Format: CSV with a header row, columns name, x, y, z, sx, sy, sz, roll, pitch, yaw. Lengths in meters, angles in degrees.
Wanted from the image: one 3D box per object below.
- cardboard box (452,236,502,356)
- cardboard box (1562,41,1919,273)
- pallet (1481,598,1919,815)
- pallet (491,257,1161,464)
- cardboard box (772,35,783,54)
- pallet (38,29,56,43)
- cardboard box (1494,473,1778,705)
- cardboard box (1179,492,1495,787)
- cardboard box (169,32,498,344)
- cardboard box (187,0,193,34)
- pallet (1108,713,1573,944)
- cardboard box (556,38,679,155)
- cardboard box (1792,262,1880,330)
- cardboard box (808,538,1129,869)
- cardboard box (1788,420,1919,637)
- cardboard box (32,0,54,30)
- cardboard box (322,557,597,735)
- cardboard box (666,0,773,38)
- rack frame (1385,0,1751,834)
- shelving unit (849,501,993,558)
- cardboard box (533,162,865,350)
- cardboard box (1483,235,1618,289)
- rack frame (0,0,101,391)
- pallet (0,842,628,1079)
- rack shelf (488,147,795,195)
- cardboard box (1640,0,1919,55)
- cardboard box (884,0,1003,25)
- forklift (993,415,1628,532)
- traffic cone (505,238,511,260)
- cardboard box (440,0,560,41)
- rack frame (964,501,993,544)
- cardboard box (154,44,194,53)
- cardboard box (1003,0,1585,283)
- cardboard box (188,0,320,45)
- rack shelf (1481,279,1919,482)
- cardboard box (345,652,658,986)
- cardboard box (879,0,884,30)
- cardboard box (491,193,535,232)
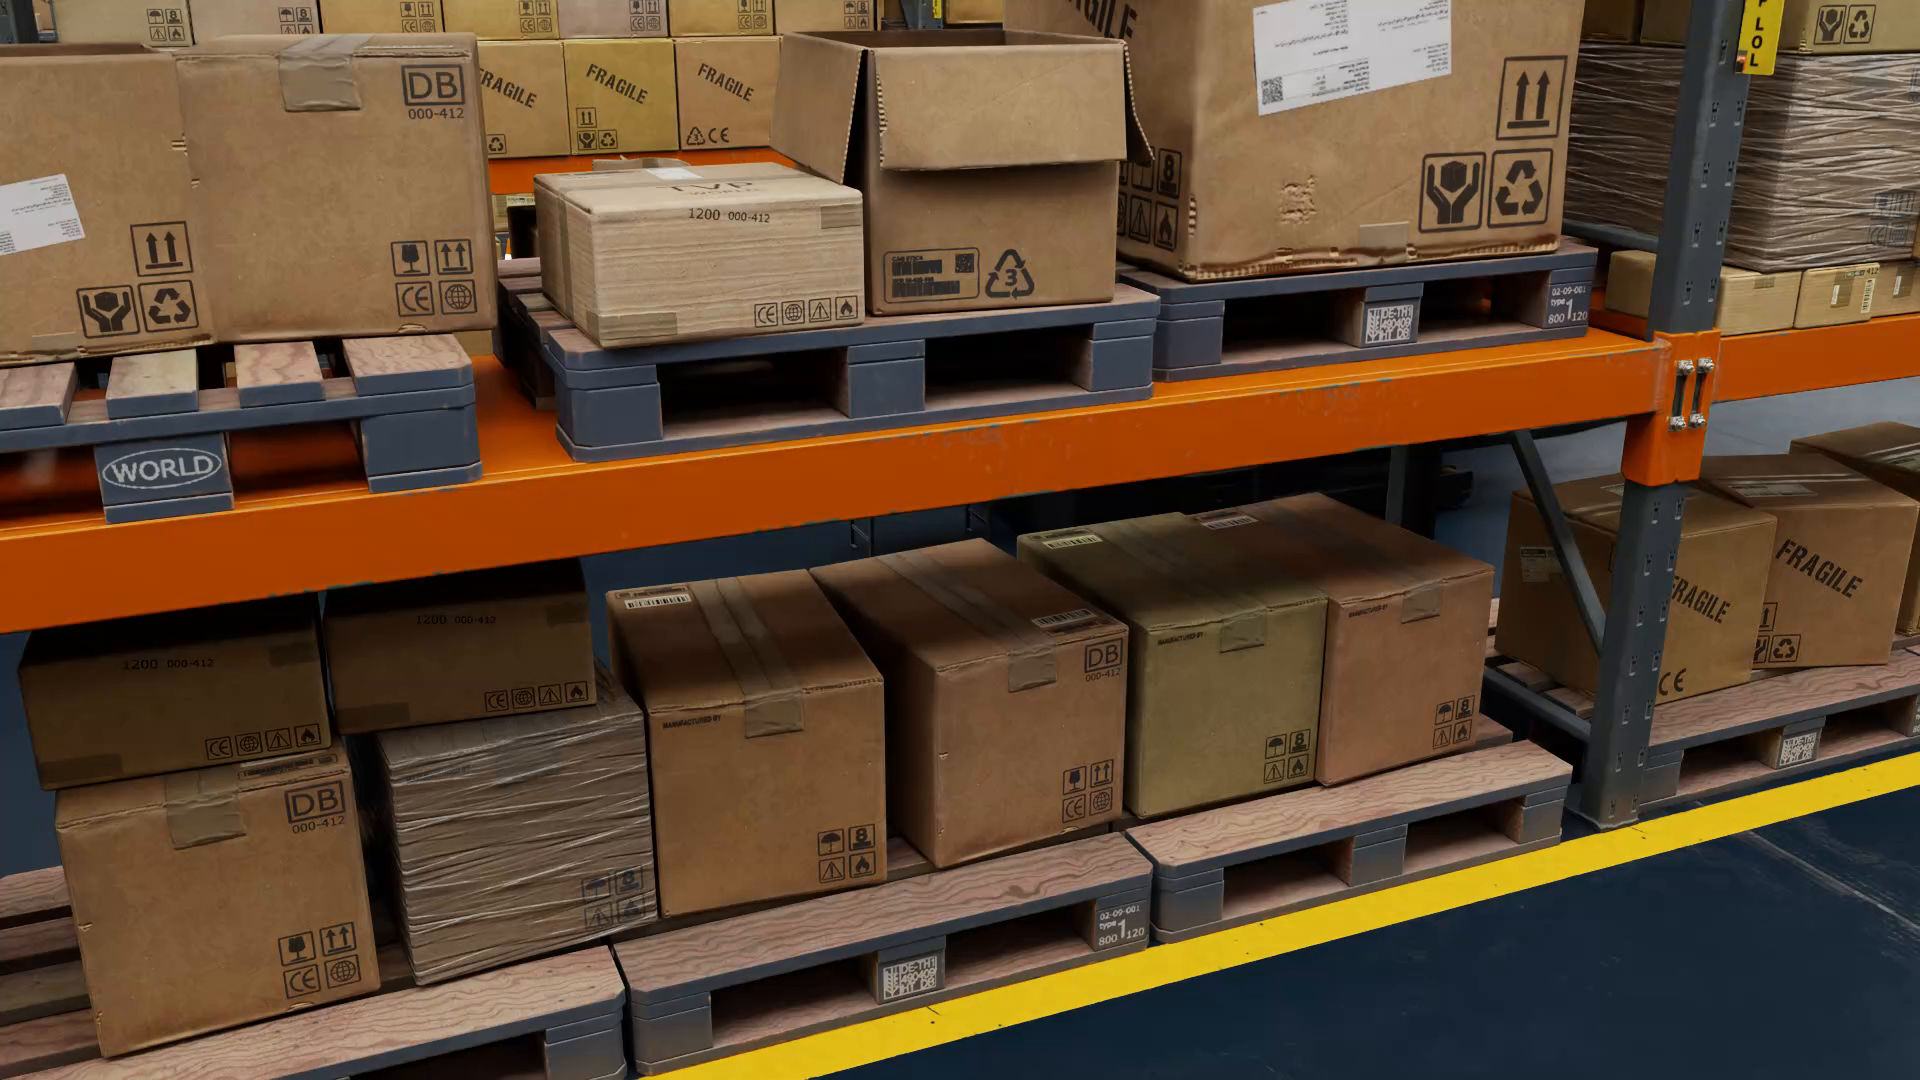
name,x,y,z,sx,sy,sz,roll,pitch,yaw
cardboard box,-2.613,-1.114,7.924,0.750,0.750,1.050,-8,21,-21
cardboard box,1.973,-1.036,4.350,0.500,0.500,0.875,-8,21,-22
pallet,2.138,0.408,5.046,1.213,0.211,1.003,-8,21,-22
pallet,-0.336,-0.465,3.614,1.213,0.211,1.003,-8,21,-22
cardboard box,-0.710,-2.231,8.192,0.500,0.500,0.500,-8,21,-22
pallet,-8.627,-4.616,15.406,1.003,0.211,1.213,-8,21,-22
cardboard box,1.918,0.132,4.762,0.500,0.500,0.500,-9,21,-24
cardboard box,0.963,0.237,4.433,0.500,0.500,0.700,-10,22,-26
cardboard box,-1.185,-0.715,3.252,0.500,0.500,0.700,-5,20,-14
cardboard box,-5.082,-3.749,11.423,0.500,0.500,0.500,-7,21,-19
pallet,0.821,0.610,4.473,1.213,0.211,1.003,-8,21,-22
cardboard box,-1.638,-2.098,7.814,0.500,0.500,0.500,-8,21,-21
cardboard box,2.086,-0.655,4.245,0.250,0.149,0.380,-8,21,-22
cardboard box,0.004,0.368,4.062,0.500,0.500,0.700,-10,22,-27
cardboard box,2.980,-0.051,5.282,0.500,0.500,0.500,-10,22,-27
cardboard box,-8.567,-5.043,15.544,0.500,0.500,0.500,-7,21,-19
cardboard box,-1.051,0.165,3.508,0.500,0.250,0.500,-6,20,-16
cardboard box,-1.262,-2.718,8.068,0.500,0.500,0.700,-9,21,-23
rack frame,1.535,-0.808,4.302,0.127,3.000,1.000,-8,21,-22
shelving unit,-0.152,-0.544,6.261,0.503,1.200,0.258,-8,21,-22
cardboard box,-0.508,-0.560,3.189,0.500,0.250,0.500,-9,21,-23
cardboard box,1.616,-0.808,4.678,0.250,0.149,0.380,-8,21,-22
rack frame,-4.010,-1.808,7.141,0.127,3.000,1.000,-8,21,-22
pallet,-1.420,0.931,3.561,1.213,0.211,1.003,-8,21,-22
rack shelf,-2.173,-1.732,8.007,4.000,0.370,1.077,-8,21,-22
cardboard box,2.049,-1.449,4.018,0.500,0.500,0.500,-8,21,-22
cardboard box,0.016,-2.952,8.539,0.550,0.550,0.875,-8,21,-22
forklift,1.567,-1.637,6.759,3.031,2.935,1.130,-9,21,-23
traffic cone,-2.844,-1.701,10.656,0.334,0.463,0.336,-8,21,-22
cardboard box,-2.190,-2.585,7.692,0.500,0.500,0.700,-8,21,-22
rack frame,0.072,-0.576,6.352,0.015,1.200,0.240,-8,21,-22
cardboard box,-3.490,-1.832,7.058,0.500,0.500,0.500,-8,21,-21
cardboard box,0.750,-1.228,3.957,1.000,1.000,1.000,-8,21,-22
cardboard box,-3.130,-2.450,7.307,0.500,0.500,0.700,-8,21,-23
rack shelf,3.372,-0.732,5.168,4.000,0.370,1.077,-8,21,-22
cardboard box,-1.026,0.518,3.635,0.500,0.500,0.700,-10,22,-26
cardboard box,-0.502,-4.199,13.332,0.500,0.500,0.500,-8,21,-21
cardboard box,-3.530,-2.624,12.782,0.625,0.372,0.950,-7,21,-19
